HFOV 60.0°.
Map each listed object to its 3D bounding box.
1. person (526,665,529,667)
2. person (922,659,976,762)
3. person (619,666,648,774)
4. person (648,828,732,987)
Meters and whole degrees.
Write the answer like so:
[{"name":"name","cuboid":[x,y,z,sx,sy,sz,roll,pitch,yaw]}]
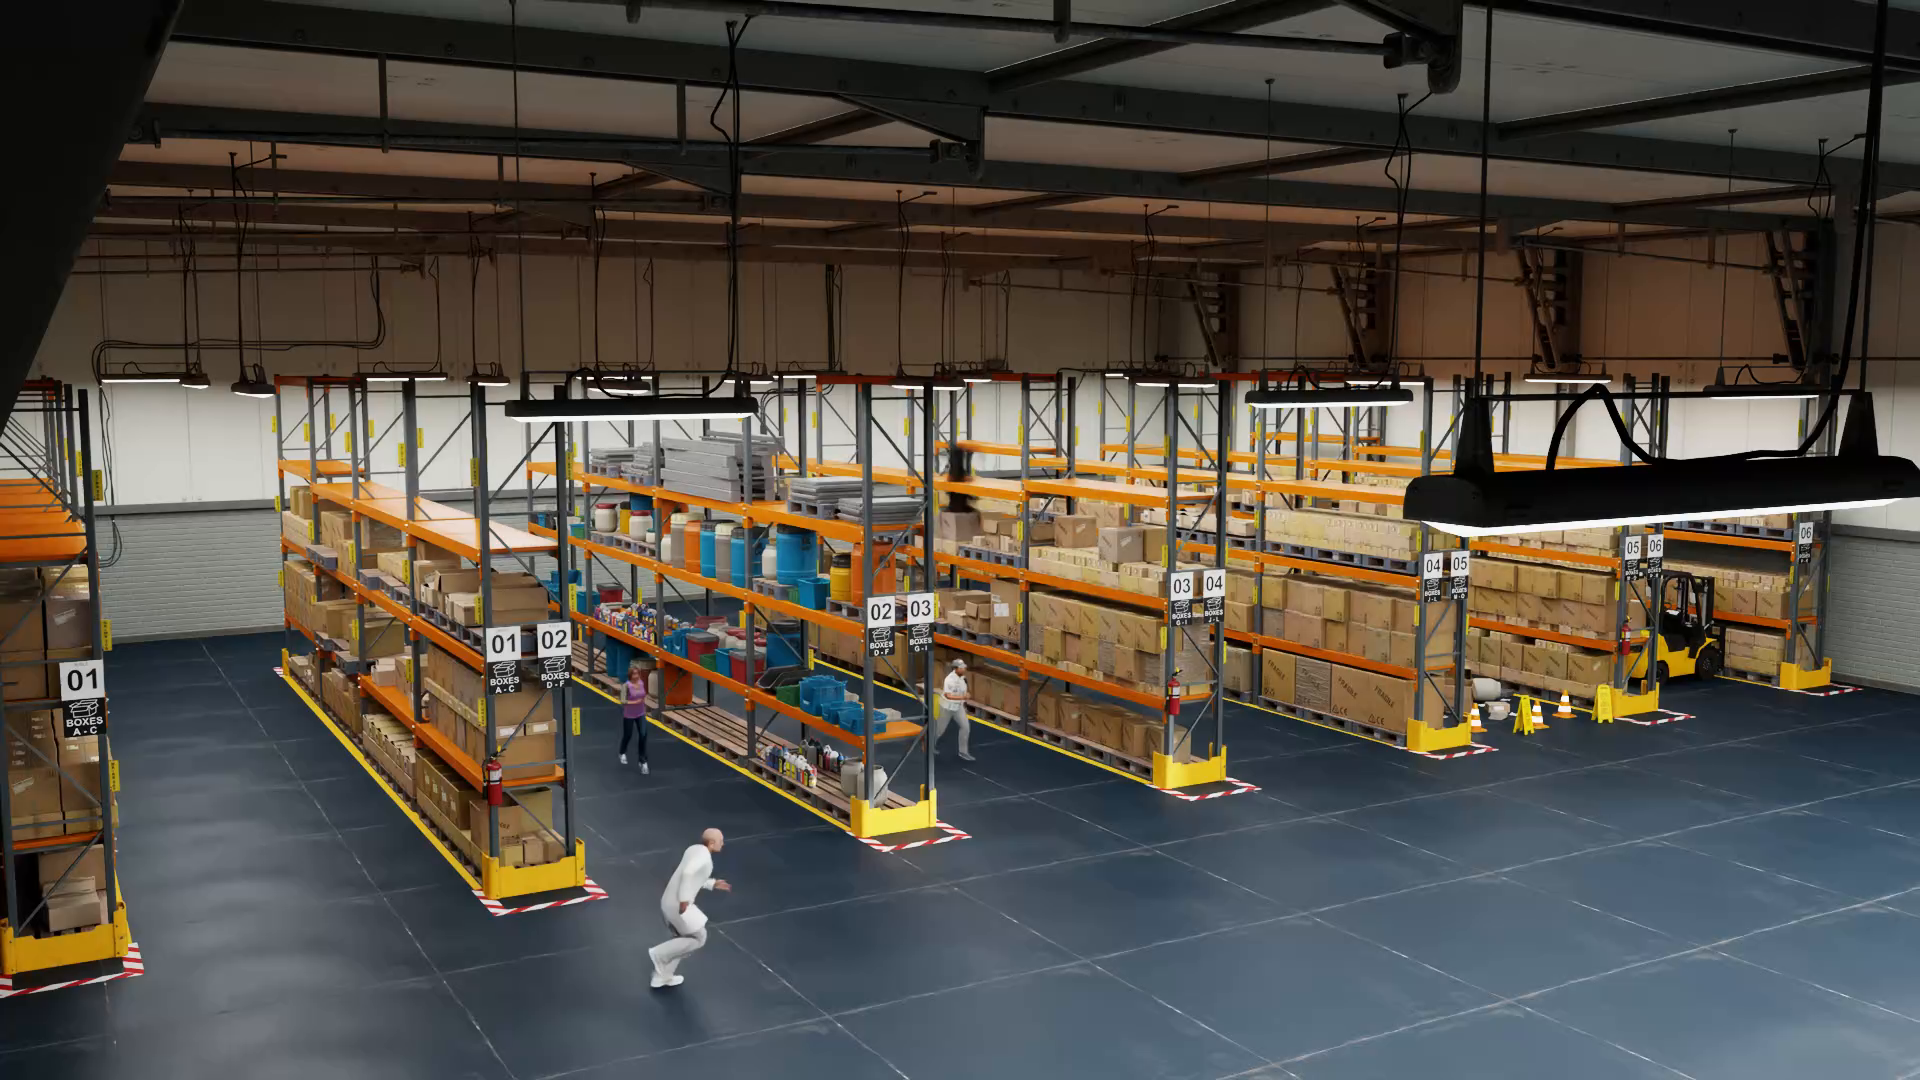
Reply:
[{"name":"person","cuboid":[-7.470,2.522,27.585,1.024,1.695,0.695,6,9,43]},{"name":"person","cuboid":[-0.164,2.659,26.226,0.944,1.640,0.603,5,8,37]},{"name":"person","cuboid":[-5.030,2.725,25.559,0.507,1.626,0.824,-4,8,-34]},{"name":"person","cuboid":[-2.709,3.715,16.740,0.864,1.598,0.743,-2,7,-16]}]
